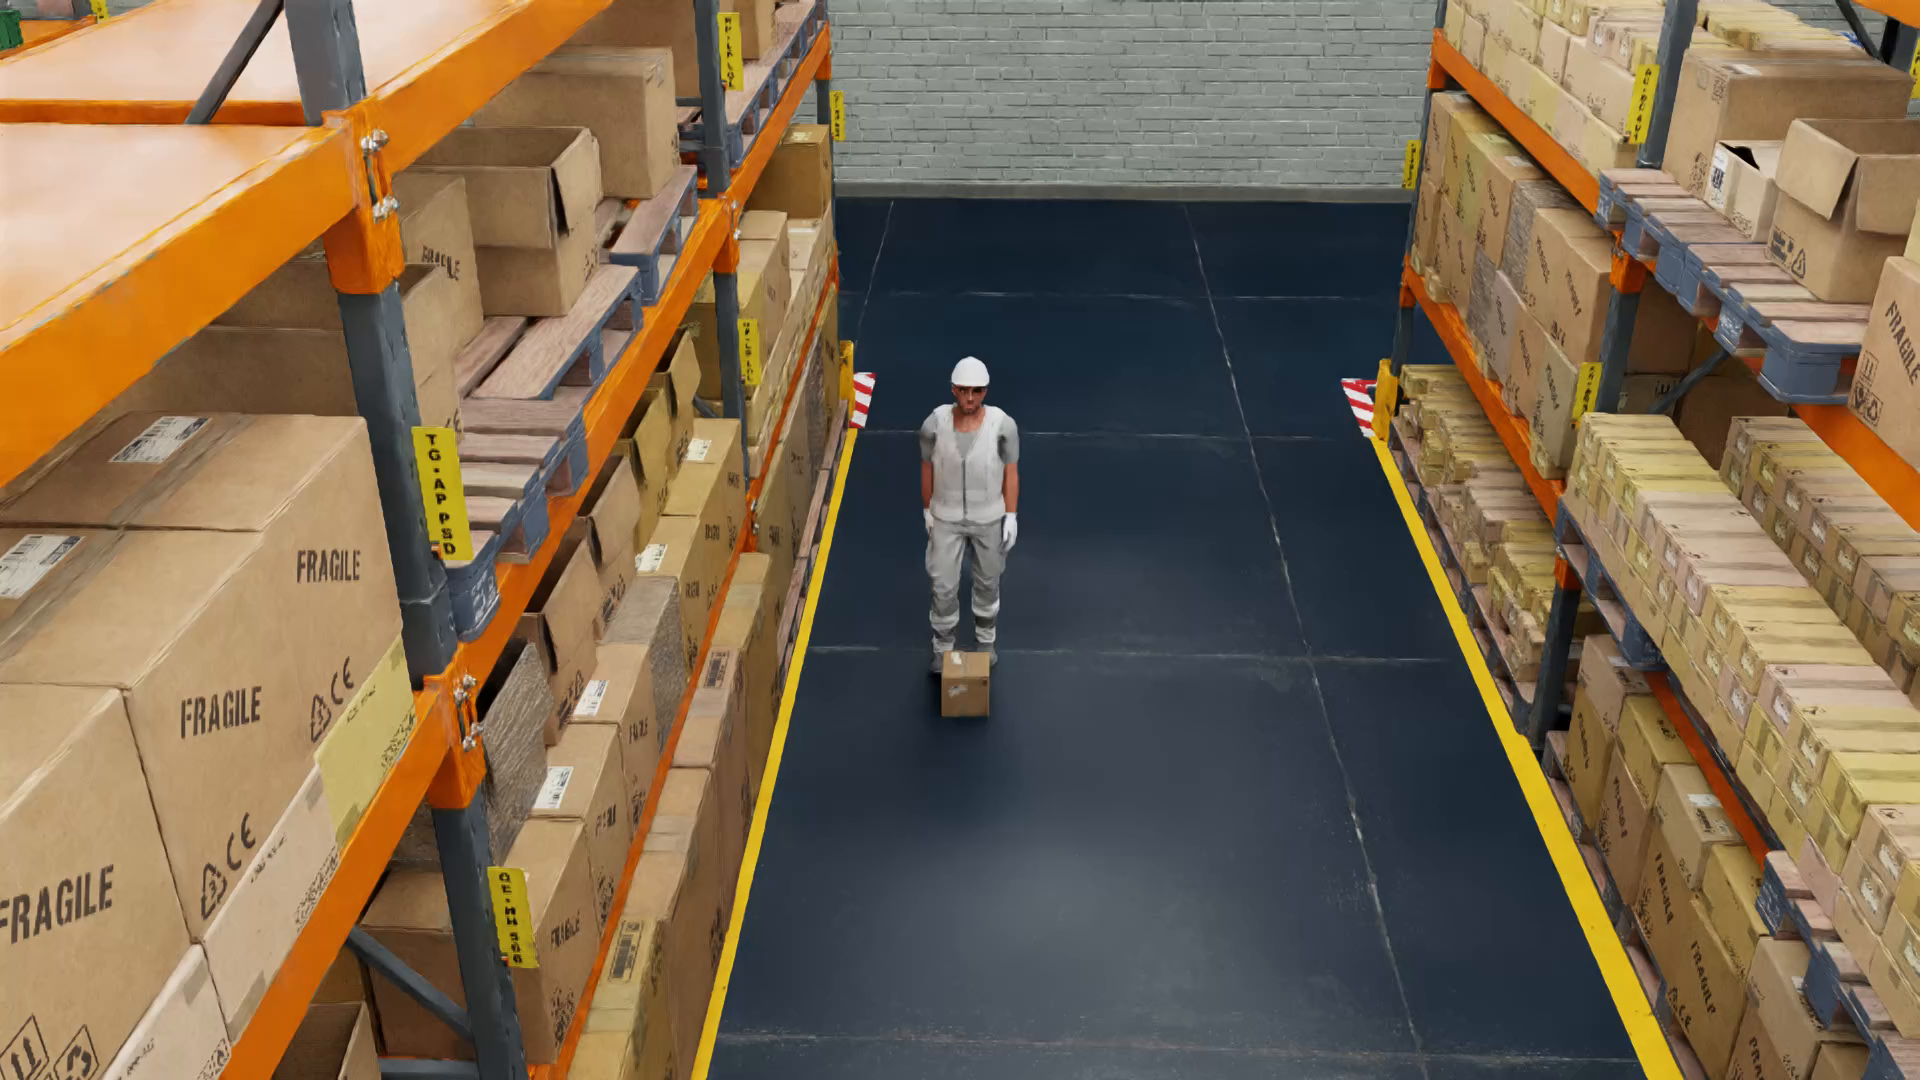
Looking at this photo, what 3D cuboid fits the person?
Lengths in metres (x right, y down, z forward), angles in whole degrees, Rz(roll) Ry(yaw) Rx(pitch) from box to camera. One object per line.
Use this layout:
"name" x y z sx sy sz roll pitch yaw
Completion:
"person" 0.046 -0.108 8.816 0.528 1.788 0.467 1 28 3
